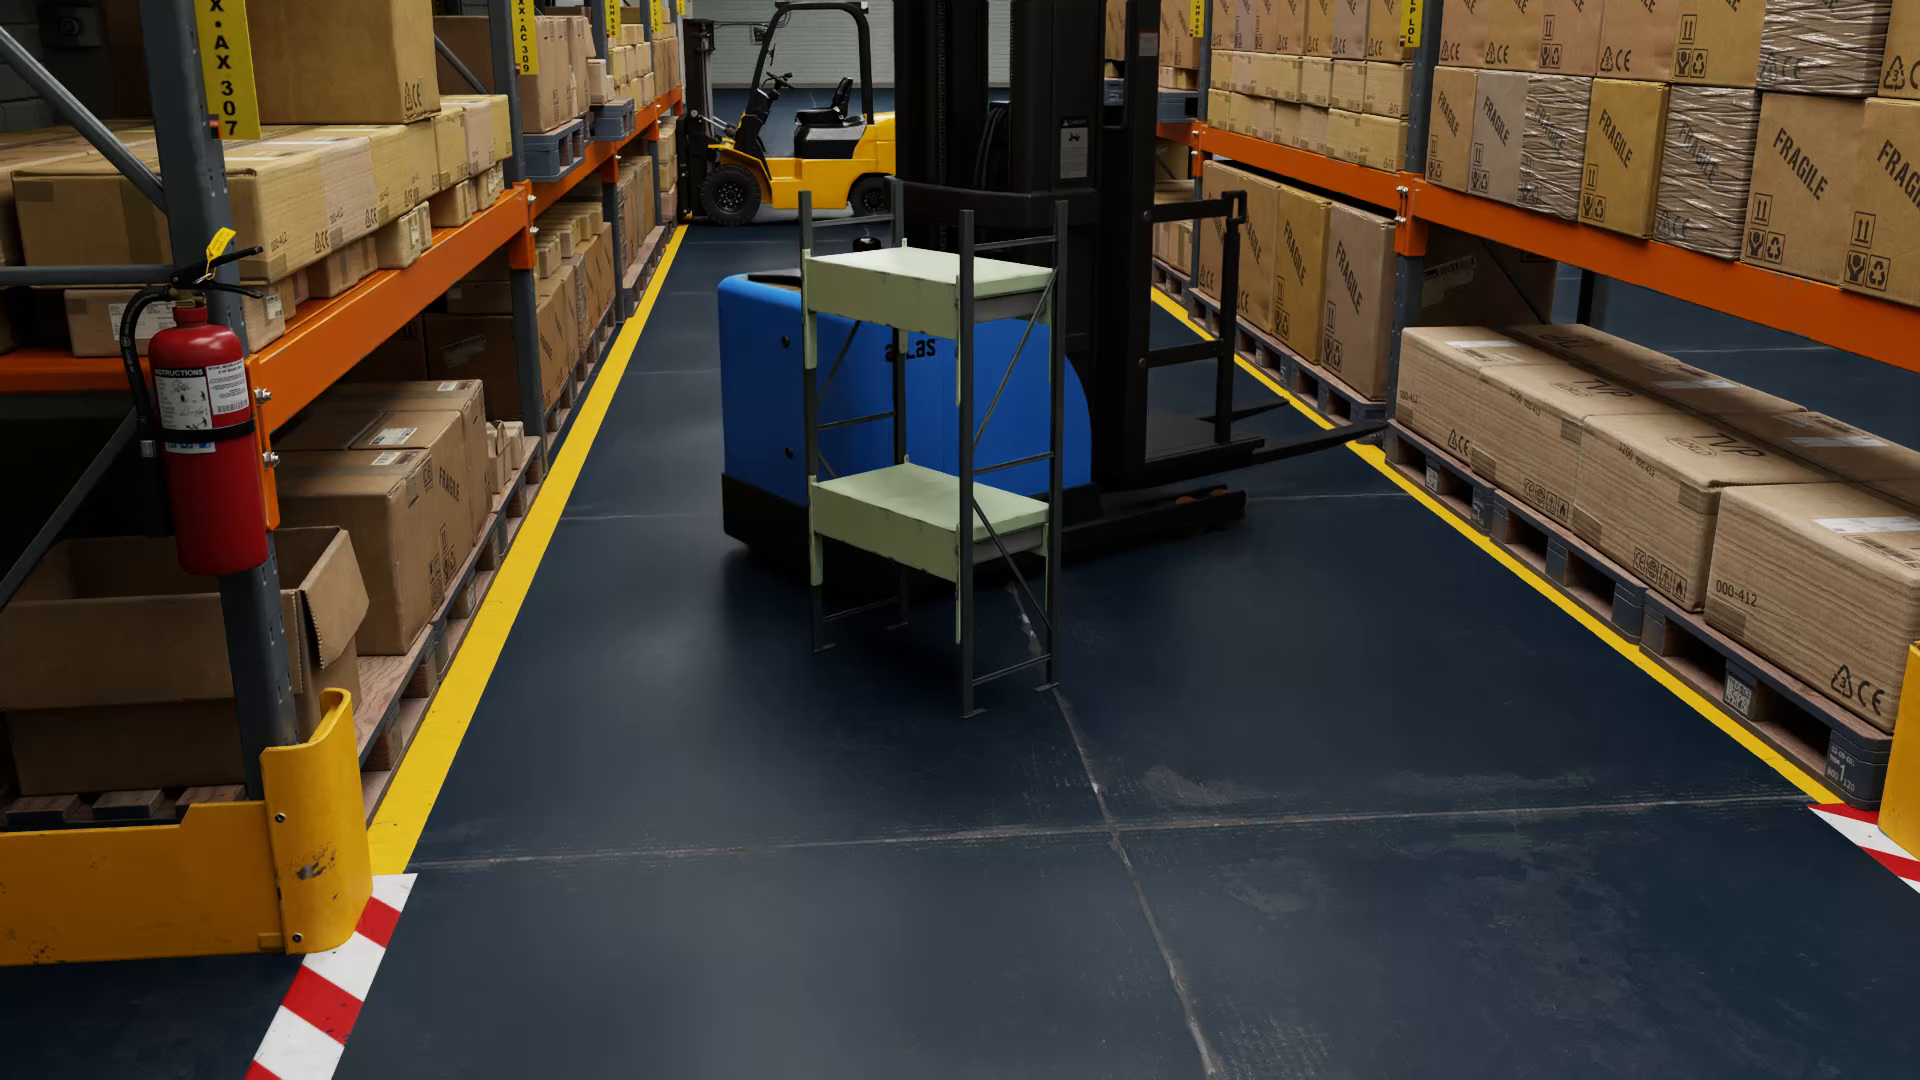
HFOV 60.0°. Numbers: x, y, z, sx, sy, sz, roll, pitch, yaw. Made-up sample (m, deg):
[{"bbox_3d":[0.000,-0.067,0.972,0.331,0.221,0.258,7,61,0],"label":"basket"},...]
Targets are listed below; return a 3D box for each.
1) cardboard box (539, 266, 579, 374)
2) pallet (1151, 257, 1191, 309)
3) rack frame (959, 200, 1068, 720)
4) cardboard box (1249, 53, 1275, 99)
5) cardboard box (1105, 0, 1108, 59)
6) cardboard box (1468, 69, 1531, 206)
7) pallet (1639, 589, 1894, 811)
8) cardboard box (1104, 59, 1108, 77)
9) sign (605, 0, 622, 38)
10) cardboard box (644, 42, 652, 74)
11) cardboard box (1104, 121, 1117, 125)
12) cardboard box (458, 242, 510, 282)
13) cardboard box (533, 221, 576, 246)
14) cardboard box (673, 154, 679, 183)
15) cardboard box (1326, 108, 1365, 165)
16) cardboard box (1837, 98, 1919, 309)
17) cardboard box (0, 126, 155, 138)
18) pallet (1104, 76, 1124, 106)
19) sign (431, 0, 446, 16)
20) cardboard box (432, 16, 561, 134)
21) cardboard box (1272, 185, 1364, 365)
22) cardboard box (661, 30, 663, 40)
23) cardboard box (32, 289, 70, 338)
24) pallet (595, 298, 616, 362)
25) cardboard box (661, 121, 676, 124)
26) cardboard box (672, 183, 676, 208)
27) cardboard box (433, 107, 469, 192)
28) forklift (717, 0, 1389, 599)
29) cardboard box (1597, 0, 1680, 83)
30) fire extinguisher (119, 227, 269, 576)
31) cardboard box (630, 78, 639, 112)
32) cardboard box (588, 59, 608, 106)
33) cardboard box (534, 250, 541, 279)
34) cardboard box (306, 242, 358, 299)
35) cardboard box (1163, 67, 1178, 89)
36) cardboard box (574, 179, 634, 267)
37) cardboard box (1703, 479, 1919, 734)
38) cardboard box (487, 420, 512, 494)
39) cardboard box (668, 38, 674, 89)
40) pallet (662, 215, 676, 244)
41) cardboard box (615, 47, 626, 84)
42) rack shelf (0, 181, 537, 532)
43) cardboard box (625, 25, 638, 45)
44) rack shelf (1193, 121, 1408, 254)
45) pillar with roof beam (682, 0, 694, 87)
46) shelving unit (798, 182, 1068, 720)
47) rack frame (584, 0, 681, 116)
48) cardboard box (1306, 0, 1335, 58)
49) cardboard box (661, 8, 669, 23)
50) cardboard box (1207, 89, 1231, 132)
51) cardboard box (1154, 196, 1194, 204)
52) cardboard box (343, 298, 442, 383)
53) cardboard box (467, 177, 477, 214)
[{"bbox_3d":[-2.325,-1.175,8.885,0.500,0.500,0.500,-2,18,-7],"label":"cardboard box"},{"bbox_3d":[2.058,-1.958,12.561,1.003,0.211,1.213,-2,18,-6],"label":"pallet"},{"bbox_3d":[0.154,-0.220,4.872,0.400,1.500,0.023,-15,23,-40],"label":"rack frame"},{"bbox_3d":[2.035,-2.761,9.879,0.500,0.250,0.500,-2,18,-6],"label":"cardboard box"},{"bbox_3d":[1.488,-4.489,14.602,0.500,0.500,0.500,-1,17,-4],"label":"cardboard box"},{"bbox_3d":[2.386,-1.613,6.642,0.500,0.500,0.500,-2,18,-5],"label":"cardboard box"},{"bbox_3d":[2.802,0.423,4.978,1.003,0.211,1.213,-2,18,-6],"label":"pallet"},{"bbox_3d":[1.467,-4.153,14.617,0.380,0.149,0.250,-2,17,-5],"label":"cardboard box"},{"bbox_3d":[-2.261,-3.435,10.810,0.100,0.325,0.005,-2,18,-6],"label":"sign"},{"bbox_3d":[-2.907,-4.121,14.212,0.500,0.250,0.500,-2,18,-7],"label":"cardboard box"},{"bbox_3d":[1.756,-4.149,17.521,0.500,0.500,0.500,-2,18,-7],"label":"cardboard box"},{"bbox_3d":[-2.220,-1.282,7.644,0.380,0.149,0.250,-2,18,-7],"label":"cardboard box"},{"bbox_3d":[-2.446,-1.764,9.678,0.380,0.149,0.250,-2,18,-6],"label":"cardboard box"},{"bbox_3d":[-3.049,-3.673,16.425,0.500,0.250,0.500,-2,18,-6],"label":"cardboard box"},{"bbox_3d":[2.201,-2.070,8.512,0.500,0.250,0.500,-2,18,-6],"label":"cardboard box"},{"bbox_3d":[2.649,-0.855,4.226,0.500,0.500,0.500,-2,18,-5],"label":"cardboard box"},{"bbox_3d":[-2.384,-1.018,4.666,0.500,0.250,0.500,-1,17,-4],"label":"cardboard box"},{"bbox_3d":[1.659,-3.923,14.487,1.003,0.211,1.213,-2,18,-6],"label":"pallet"},{"bbox_3d":[-3.351,-3.435,10.678,0.100,0.325,0.005,-2,18,-6],"label":"sign"},{"bbox_3d":[-2.215,-2.108,7.517,0.700,0.500,0.500,-1,17,-4],"label":"cardboard box"},{"bbox_3d":[2.305,-1.501,9.298,0.875,0.875,0.875,-1,17,-4],"label":"cardboard box"},{"bbox_3d":[-3.044,-4.861,15.902,0.380,0.149,0.250,-2,18,-6],"label":"cardboard box"},{"bbox_3d":[-2.241,-0.566,3.890,0.380,0.149,0.250,-1,17,-4],"label":"cardboard box"},{"bbox_3d":[-2.760,-1.347,10.615,1.003,0.211,1.213,-2,18,-6],"label":"pallet"},{"bbox_3d":[-3.147,-4.220,17.333,0.500,0.250,0.500,-2,17,-5],"label":"cardboard box"},{"bbox_3d":[-3.001,-3.286,16.027,0.500,0.250,0.500,-2,18,-7],"label":"cardboard box"},{"bbox_3d":[-1.987,-1.338,5.684,0.500,0.250,0.500,-2,18,-6],"label":"cardboard box"},{"bbox_3d":[0.554,-1.522,6.631,3.031,2.935,1.130,-13,21,-35],"label":"forklift"},{"bbox_3d":[2.495,-1.785,5.519,0.500,0.500,0.500,-2,18,-6],"label":"cardboard box"},{"bbox_3d":[-1.500,-0.273,3.291,0.296,0.674,0.183,-2,18,-6],"label":"fire extinguisher"},{"bbox_3d":[-2.761,-3.427,12.836,0.500,0.250,0.500,-1,17,-4],"label":"cardboard box"},{"bbox_3d":[-2.369,-2.725,9.900,0.500,0.250,0.500,-3,18,-8],"label":"cardboard box"},{"bbox_3d":[-2.345,-1.379,8.451,0.380,0.149,0.250,-2,18,-7],"label":"cardboard box"},{"bbox_3d":[-1.835,-0.733,4.423,0.380,0.149,0.250,-1,17,-4],"label":"cardboard box"},{"bbox_3d":[1.699,-3.378,12.146,0.380,0.149,0.250,-2,18,-6],"label":"cardboard box"},{"bbox_3d":[-2.926,-2.349,12.415,0.875,0.625,0.625,-1,17,-4],"label":"cardboard box"},{"bbox_3d":[2.795,0.157,4.747,0.875,0.438,0.875,-2,18,-8],"label":"cardboard box"},{"bbox_3d":[-2.001,-0.342,6.622,0.396,0.266,0.258,-1,17,-4],"label":"cardboard box"},{"bbox_3d":[-3.215,-4.886,17.066,0.500,0.500,0.500,-2,18,-7],"label":"cardboard box"},{"bbox_3d":[-3.253,-3.001,15.882,1.003,0.211,1.213,-2,18,-6],"label":"pallet"},{"bbox_3d":[-2.653,-3.357,11.778,0.500,0.250,0.500,-1,17,-4],"label":"cardboard box"},{"bbox_3d":[-2.181,-0.770,5.323,1.077,0.370,4.000,-2,18,-6],"label":"rack shelf"},{"bbox_3d":[-2.691,-3.899,12.837,0.380,0.149,0.250,-2,18,-7],"label":"cardboard box"},{"bbox_3d":[2.343,-2.116,9.611,1.077,0.370,4.000,-2,18,-6],"label":"rack shelf"},{"bbox_3d":[-3.262,-16.982,45.747,9.100,9.000,0.400,-2,18,-6],"label":"pillar with roof beam"},{"bbox_3d":[-0.091,-0.301,5.132,0.431,1.500,0.755,-15,23,-40],"label":"shelving unit"},{"bbox_3d":[-3.625,-5.284,18.502,1.000,3.000,0.127,-2,18,-6],"label":"rack frame"},{"bbox_3d":[2.160,-2.819,8.813,0.500,0.500,0.500,-1,17,-4],"label":"cardboard box"},{"bbox_3d":[-3.147,-5.306,16.824,0.380,0.149,0.250,-1,17,-5],"label":"cardboard box"},{"bbox_3d":[1.937,-2.830,10.935,0.500,0.250,0.500,-2,18,-7],"label":"cardboard box"},{"bbox_3d":[1.932,-2.616,13.689,0.950,0.372,0.625,-1,17,-4],"label":"cardboard box"},{"bbox_3d":[-2.732,-0.854,7.862,0.500,0.500,0.500,-2,18,-6],"label":"cardboard box"},{"bbox_3d":[-2.004,-1.270,6.133,0.380,0.149,0.250,-1,17,-4],"label":"cardboard box"}]
